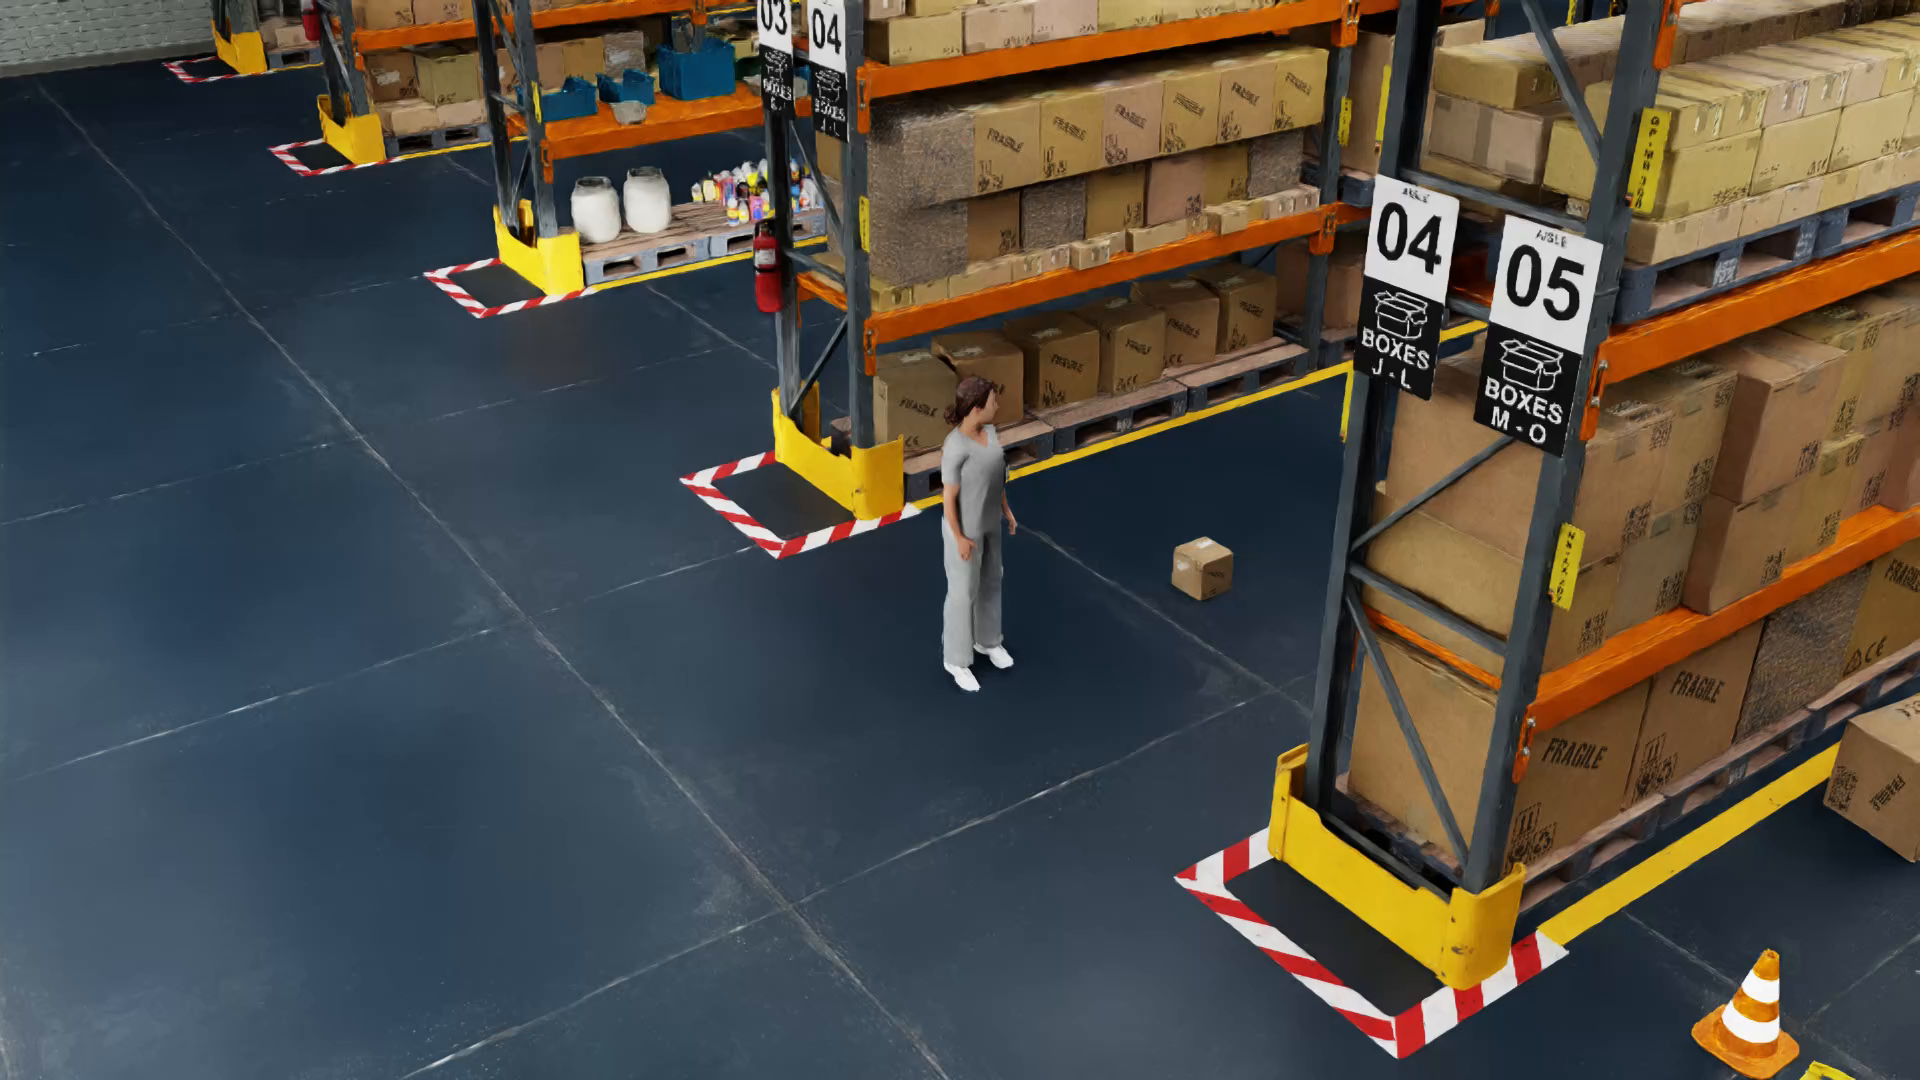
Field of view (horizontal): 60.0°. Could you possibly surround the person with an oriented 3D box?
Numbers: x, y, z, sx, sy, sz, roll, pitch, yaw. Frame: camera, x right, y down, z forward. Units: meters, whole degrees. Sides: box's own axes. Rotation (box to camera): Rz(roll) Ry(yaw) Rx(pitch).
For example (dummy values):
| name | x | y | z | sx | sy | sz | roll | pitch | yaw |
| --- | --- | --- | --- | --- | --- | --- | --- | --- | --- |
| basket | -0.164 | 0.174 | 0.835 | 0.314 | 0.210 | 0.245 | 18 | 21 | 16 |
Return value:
| name | x | y | z | sx | sy | sz | roll | pitch | yaw |
| --- | --- | --- | --- | --- | --- | --- | --- | --- | --- |
| person | 0.097 | -0.047 | 8.720 | 0.404 | 1.718 | 0.486 | 17 | 33 | 28 |
